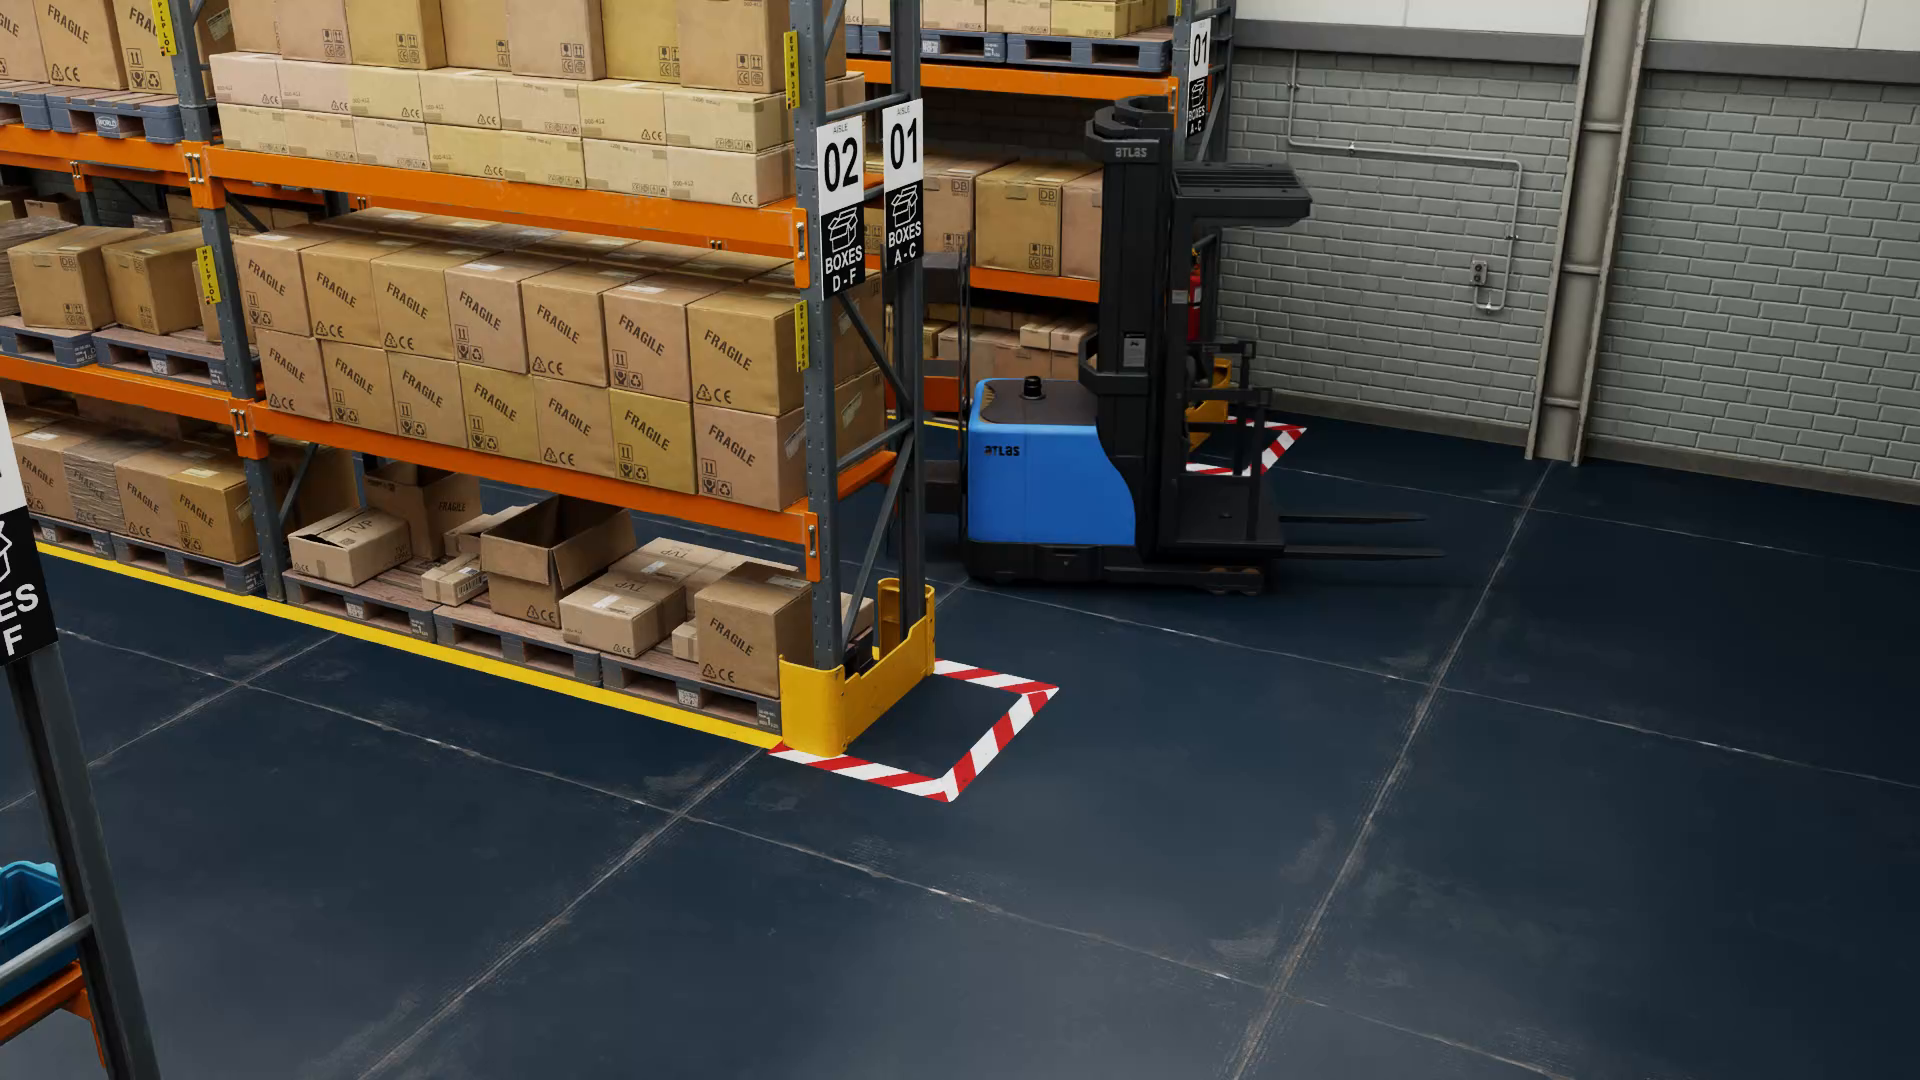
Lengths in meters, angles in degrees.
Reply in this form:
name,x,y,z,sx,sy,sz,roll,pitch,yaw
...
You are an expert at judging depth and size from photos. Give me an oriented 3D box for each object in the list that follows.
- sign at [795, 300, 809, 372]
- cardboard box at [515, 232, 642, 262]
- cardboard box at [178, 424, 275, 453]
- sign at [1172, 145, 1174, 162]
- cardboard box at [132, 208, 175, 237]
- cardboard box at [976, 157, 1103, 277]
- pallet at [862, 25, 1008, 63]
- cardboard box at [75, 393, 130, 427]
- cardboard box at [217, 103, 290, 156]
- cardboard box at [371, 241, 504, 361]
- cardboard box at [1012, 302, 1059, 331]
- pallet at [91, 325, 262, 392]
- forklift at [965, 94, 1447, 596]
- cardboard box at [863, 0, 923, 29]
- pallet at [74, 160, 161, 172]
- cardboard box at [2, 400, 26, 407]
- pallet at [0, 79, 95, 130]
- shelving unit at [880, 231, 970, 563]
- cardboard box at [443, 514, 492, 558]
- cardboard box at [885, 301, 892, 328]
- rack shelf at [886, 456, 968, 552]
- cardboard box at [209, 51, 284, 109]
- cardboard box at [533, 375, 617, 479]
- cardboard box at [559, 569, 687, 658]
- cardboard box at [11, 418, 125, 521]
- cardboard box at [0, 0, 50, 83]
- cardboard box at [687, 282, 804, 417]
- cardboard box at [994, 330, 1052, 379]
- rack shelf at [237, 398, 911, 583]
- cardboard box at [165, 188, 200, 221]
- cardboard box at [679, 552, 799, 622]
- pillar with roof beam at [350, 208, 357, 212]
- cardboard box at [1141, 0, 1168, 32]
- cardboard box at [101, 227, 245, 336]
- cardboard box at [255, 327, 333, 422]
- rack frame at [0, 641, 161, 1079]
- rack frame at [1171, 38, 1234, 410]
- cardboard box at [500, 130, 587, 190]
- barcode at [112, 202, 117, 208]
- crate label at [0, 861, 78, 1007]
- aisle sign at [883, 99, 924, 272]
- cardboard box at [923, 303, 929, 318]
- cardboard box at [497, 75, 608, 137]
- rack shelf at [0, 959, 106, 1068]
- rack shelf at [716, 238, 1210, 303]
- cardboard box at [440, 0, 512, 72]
name,x,y,z,sx,sy,sz,roll,pitch,yaw
sign,-0.738,-0.953,7.775,0.005,0.325,0.100,11,25,25
cardboard box,-2.115,-1.411,9.329,0.500,0.500,0.500,11,25,24
cardboard box,-4.842,-0.485,11.188,0.500,0.500,0.500,12,26,25
sign,1.505,-2.651,11.868,0.005,0.325,0.100,11,25,25
cardboard box,-8.283,-3.243,17.674,0.500,0.500,0.700,12,26,26
cardboard box,0.648,-2.545,13.019,0.700,0.700,0.980,11,25,24
pallet,0.002,-3.878,12.816,1.213,0.211,1.003,11,25,25
cardboard box,-5.701,-1.004,11.452,0.500,0.250,0.500,11,25,24
cardboard box,-3.717,-2.311,9.209,0.500,0.250,0.500,11,25,25
cardboard box,-2.827,-1.314,9.102,0.500,0.500,0.500,10,25,23
cardboard box,0.618,-1.807,13.496,0.250,0.149,0.380,11,26,25
pallet,-4.703,-1.262,10.631,1.213,0.211,1.003,11,25,25
forklift,1.574,-1.216,10.365,3.031,2.935,1.130,1,23,3
cardboard box,-0.400,-4.056,12.649,0.500,0.250,0.500,10,25,23
pallet,-8.331,-4.041,17.164,1.213,0.211,1.003,11,25,25
cardboard box,-6.669,-0.847,12.040,0.500,0.500,0.500,12,26,27
pallet,-5.517,-2.787,10.378,1.003,0.211,1.213,11,25,25
shelving unit,-0.212,-0.909,10.705,0.503,2.100,0.431,3,23,7
cardboard box,-3.041,-0.015,10.534,0.250,0.149,0.380,11,25,25
cardboard box,-0.497,-1.860,13.618,0.250,0.149,0.380,10,25,23
rack shelf,-0.212,-0.252,10.984,0.480,0.518,0.431,3,23,7
cardboard box,-3.718,-2.540,9.110,0.500,0.250,0.500,11,25,25
cardboard box,-1.900,-0.676,8.878,0.500,0.500,0.500,11,26,25
cardboard box,-1.900,0.409,9.406,0.500,0.250,0.500,11,25,25
cardboard box,-5.949,-0.479,11.175,0.500,0.500,0.500,10,25,23
cardboard box,-5.647,-3.186,10.285,0.600,0.600,0.600,10,25,22
cardboard box,-0.991,-0.954,8.255,0.500,0.500,0.500,11,25,24
cardboard box,0.646,-1.416,13.404,0.500,0.500,0.700,11,25,24
rack shelf,-2.255,-0.487,9.482,4.000,0.370,1.077,11,25,25
cardboard box,-7.888,-3.511,17.348,0.500,0.250,0.500,11,25,23
cardboard box,-1.273,0.314,9.629,0.500,0.250,0.500,11,25,25
pillar with roof beam,-8.090,-5.397,12.443,0.400,9.000,9.100,11,25,25
cardboard box,1.221,-3.961,12.426,0.500,0.250,0.500,13,26,27
cardboard box,-5.004,-1.672,10.684,0.500,0.500,0.700,16,28,33
cardboard box,-3.707,-1.032,9.717,0.500,0.500,0.500,12,26,26
rack frame,-2.708,1.264,4.445,0.127,3.000,1.000,11,25,25
rack frame,1.762,-2.196,12.581,0.127,3.000,1.000,11,25,25
cardboard box,-1.940,-1.951,8.364,0.500,0.250,0.500,11,25,25
barcode,-9.321,-3.693,18.325,0.075,0.075,0.001,11,25,25
crate label,-2.780,1.155,4.839,0.303,0.233,0.416,11,25,25
aisle sign,-0.276,-1.752,8.215,0.004,0.787,0.394,11,25,25
cardboard box,-0.295,-1.987,13.919,0.250,0.149,0.380,11,26,25
cardboard box,-1.934,-2.186,8.278,0.500,0.250,0.500,11,25,25
rack shelf,-4.493,1.242,5.416,4.000,0.370,1.077,11,25,25
rack shelf,-0.023,-2.218,13.552,4.000,0.370,1.077,11,25,25
cardboard box,-2.242,-2.726,8.590,0.500,0.500,0.700,11,25,25
